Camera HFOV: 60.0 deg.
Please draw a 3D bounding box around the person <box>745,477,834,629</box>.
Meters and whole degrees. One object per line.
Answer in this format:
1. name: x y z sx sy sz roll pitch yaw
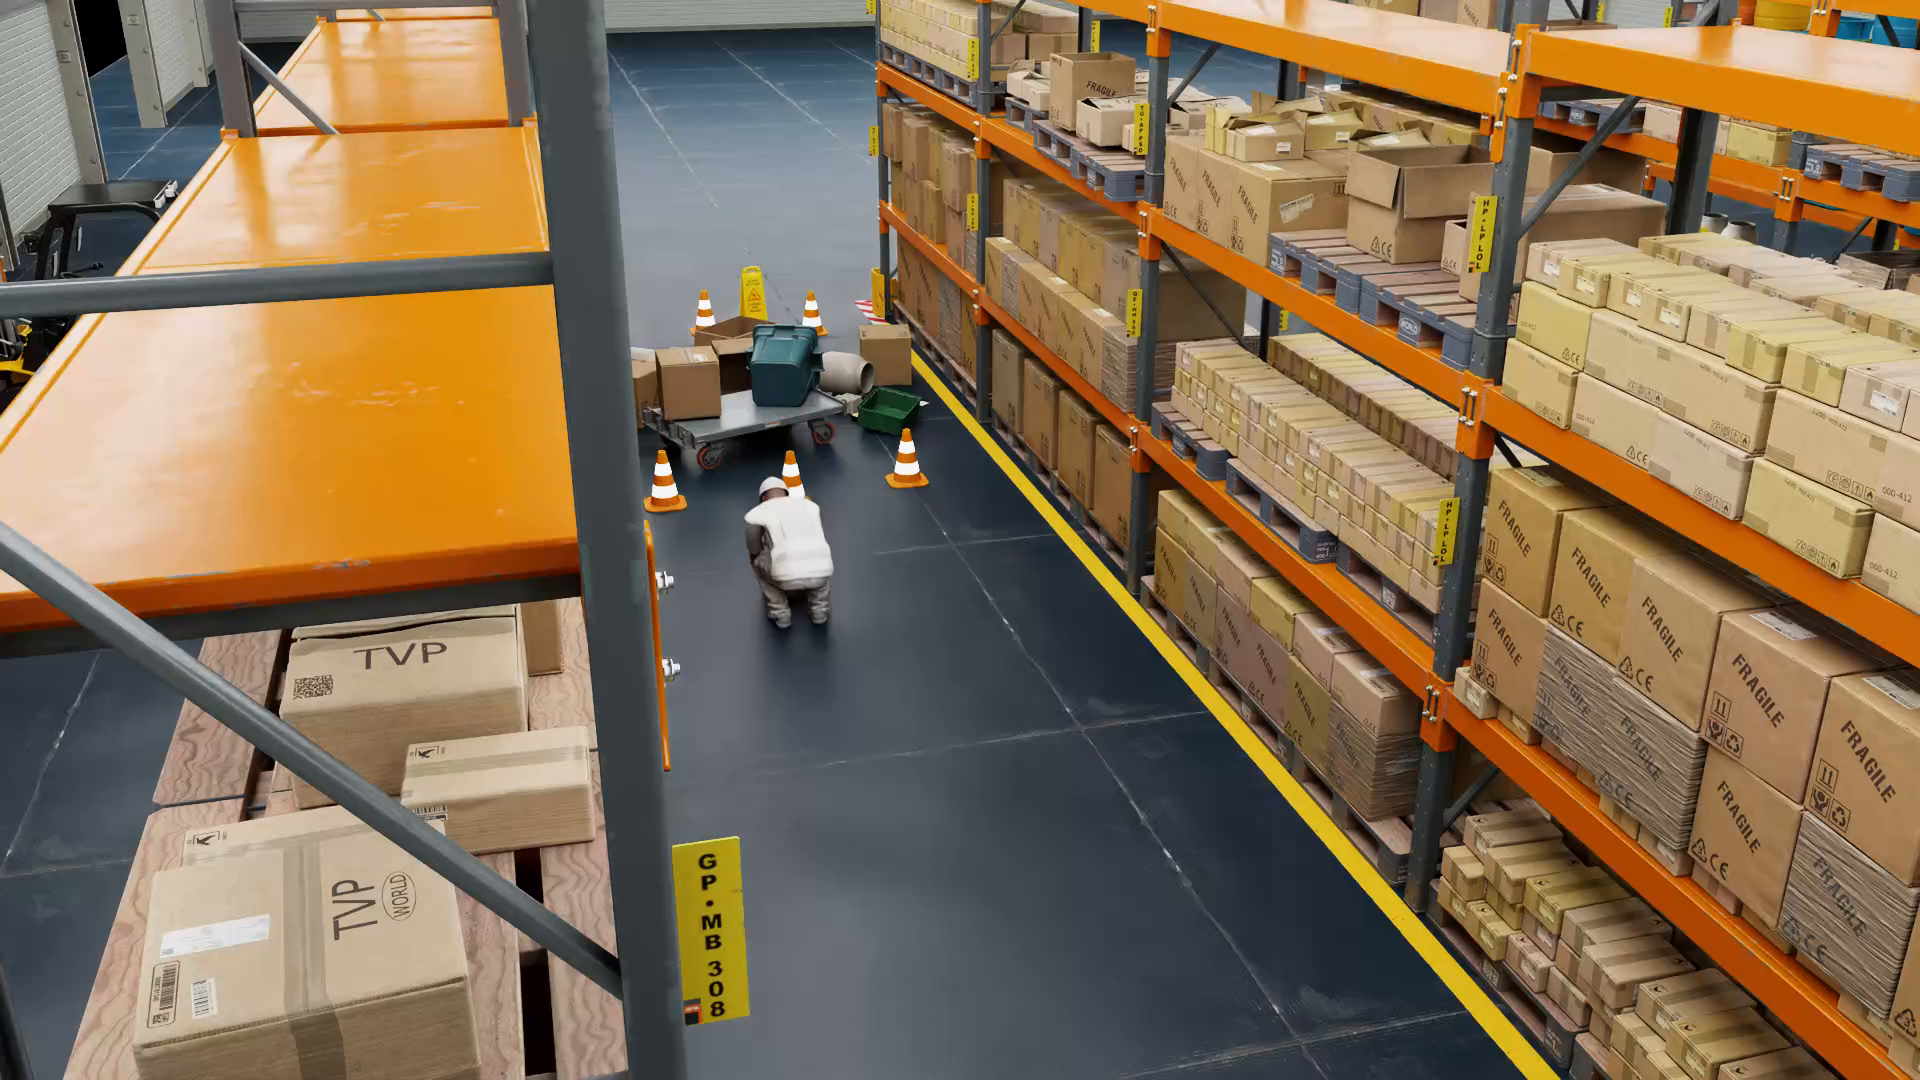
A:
1. person: -1.189 0.095 11.585 0.576 0.886 0.907 -6 23 -14
